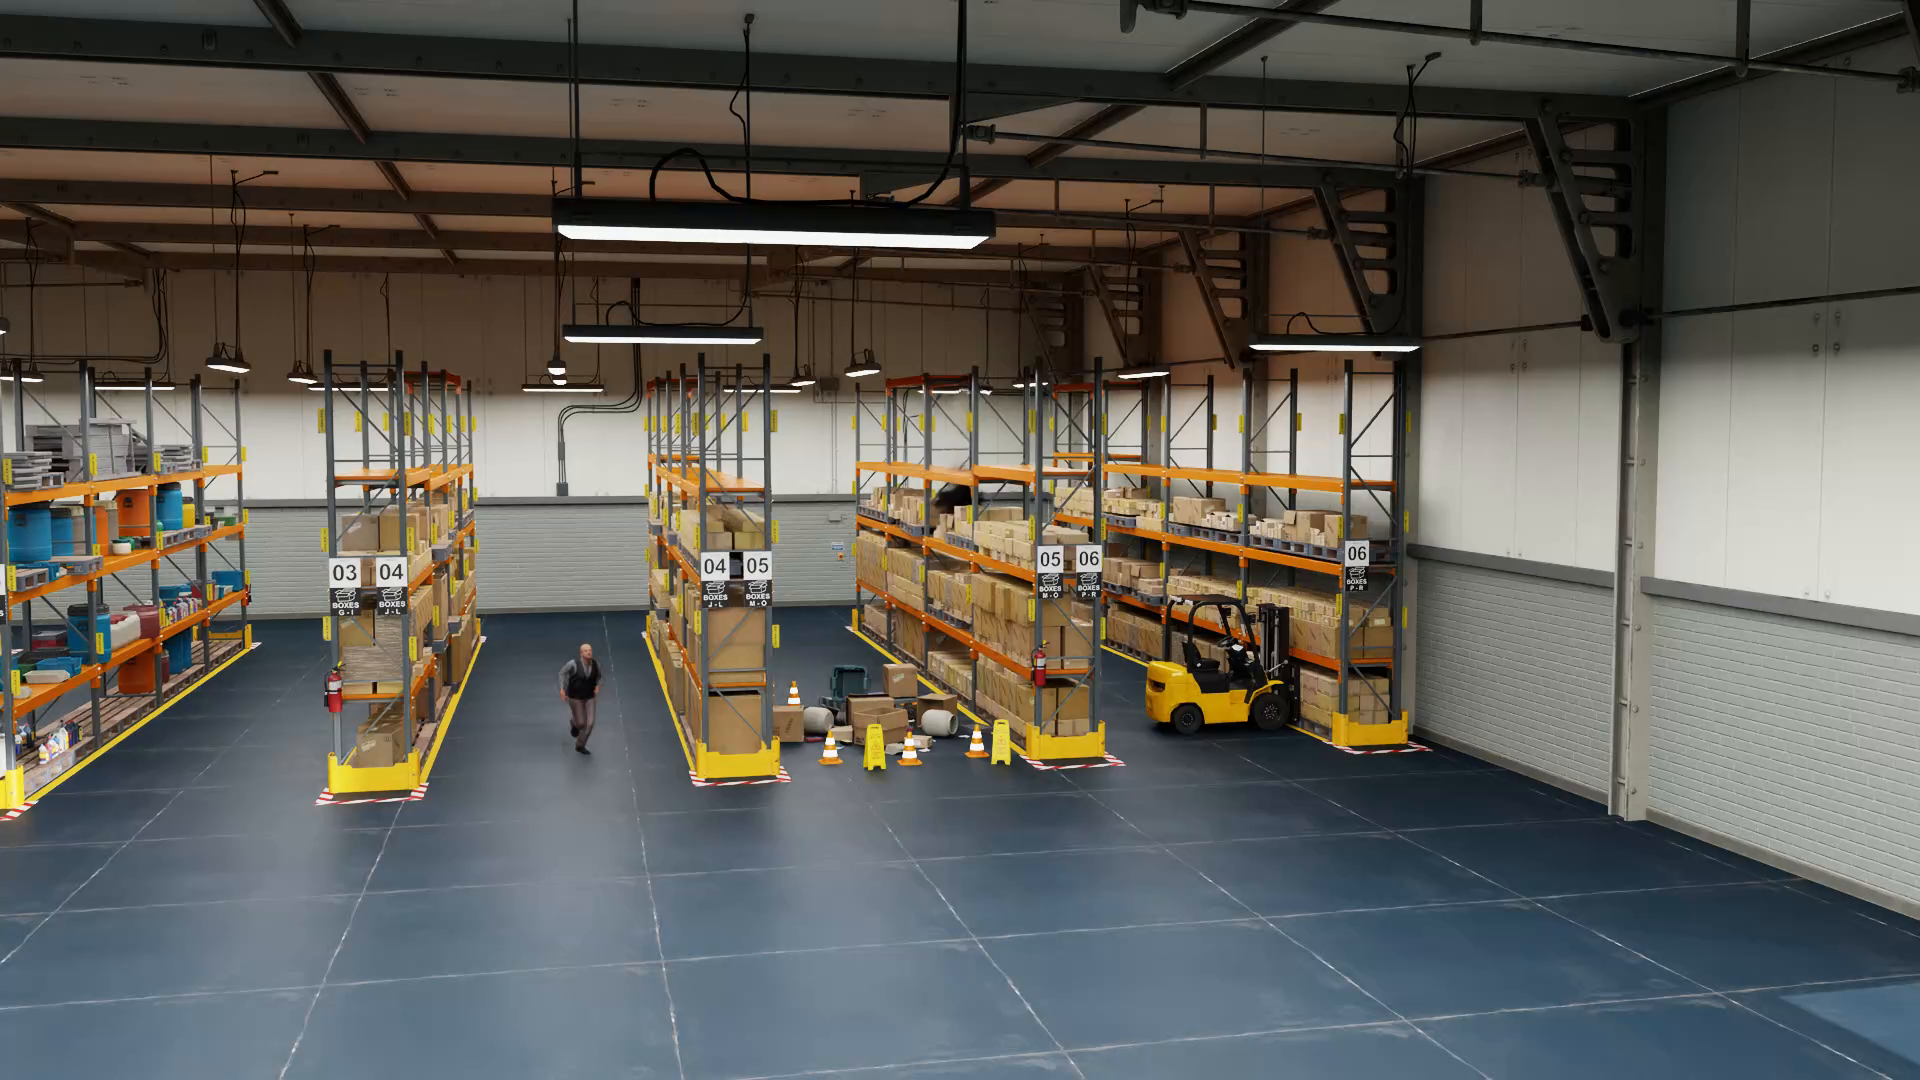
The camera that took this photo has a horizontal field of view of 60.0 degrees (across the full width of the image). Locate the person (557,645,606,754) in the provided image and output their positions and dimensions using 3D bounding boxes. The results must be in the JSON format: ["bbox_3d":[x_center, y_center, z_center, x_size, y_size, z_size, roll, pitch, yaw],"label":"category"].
[{"bbox_3d":[-5.712,2.423,25.256,0.690,1.674,0.637,-2,5,-31],"label":"person"}]
